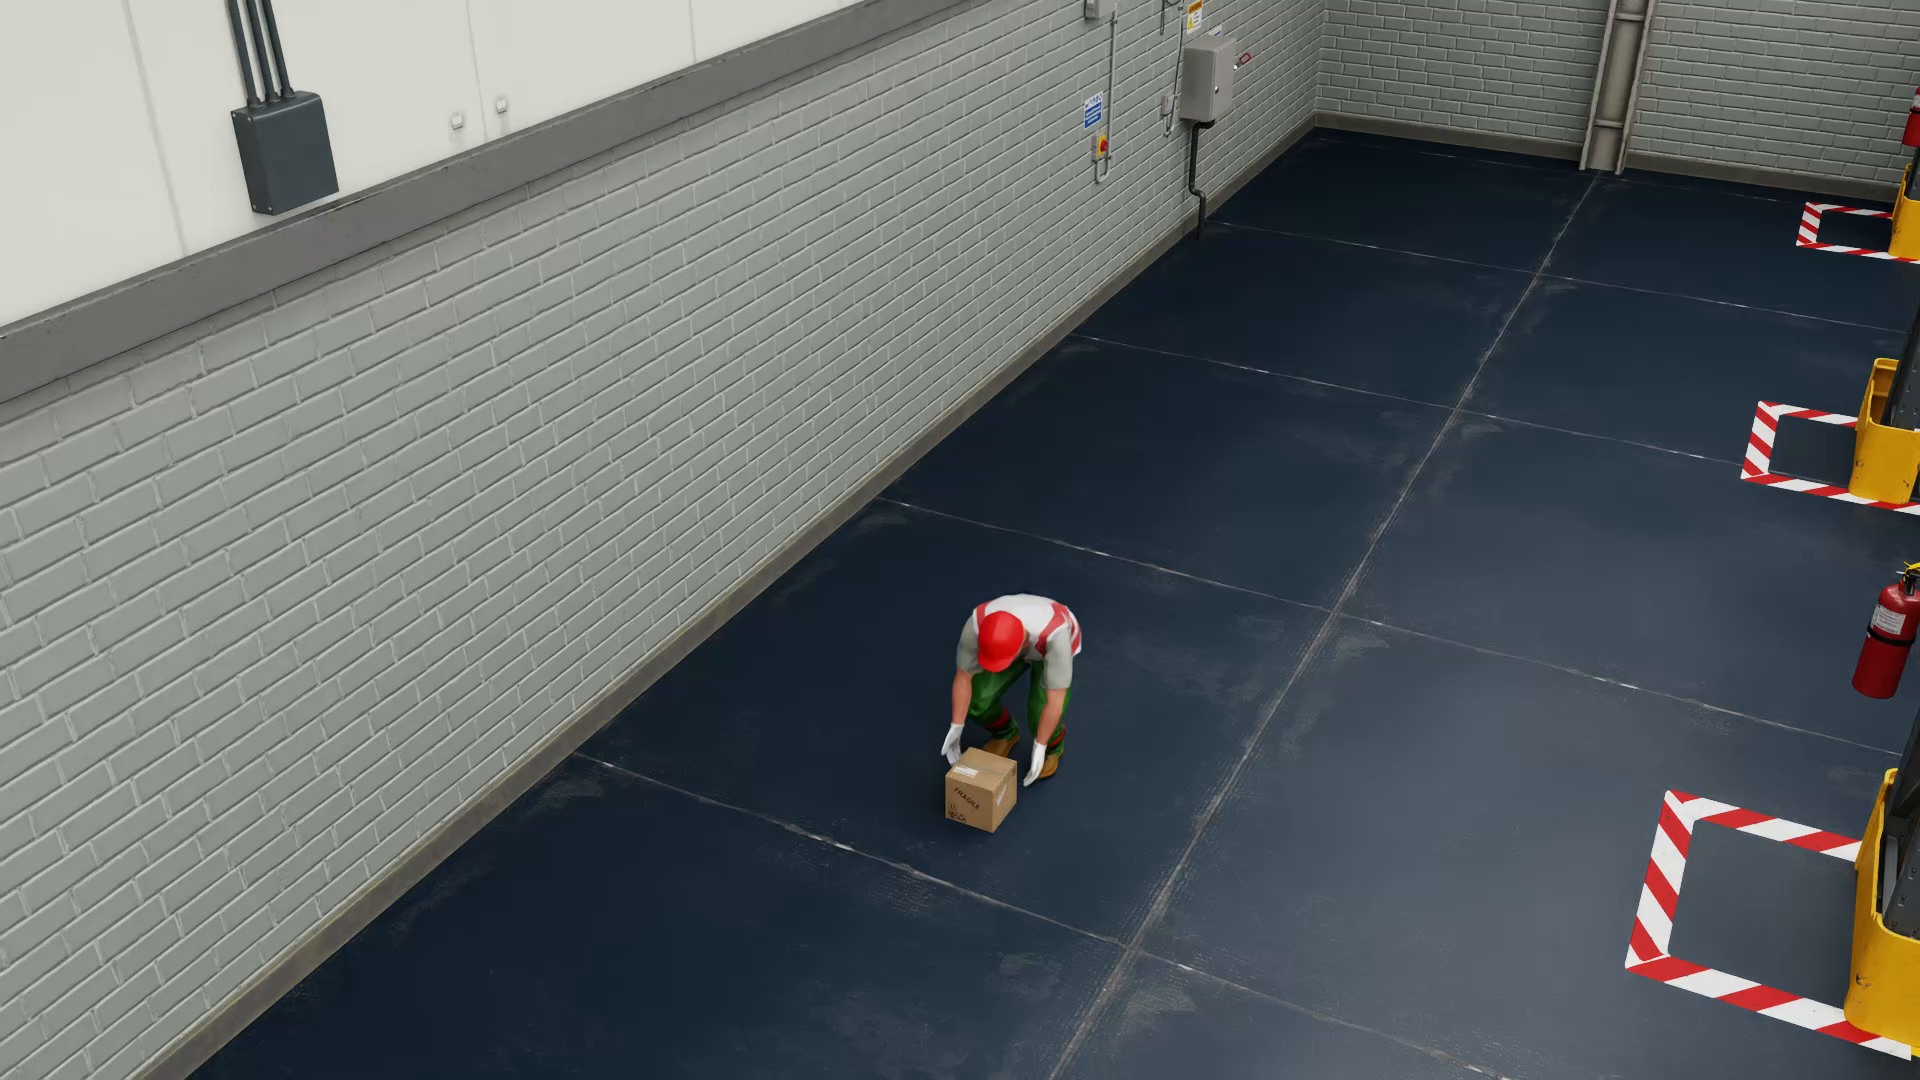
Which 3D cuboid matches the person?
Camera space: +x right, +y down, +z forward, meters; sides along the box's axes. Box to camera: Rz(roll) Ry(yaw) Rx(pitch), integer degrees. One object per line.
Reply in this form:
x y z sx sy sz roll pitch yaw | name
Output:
0.300 0.652 7.837 0.579 1.091 0.866 14 33 23 | person
